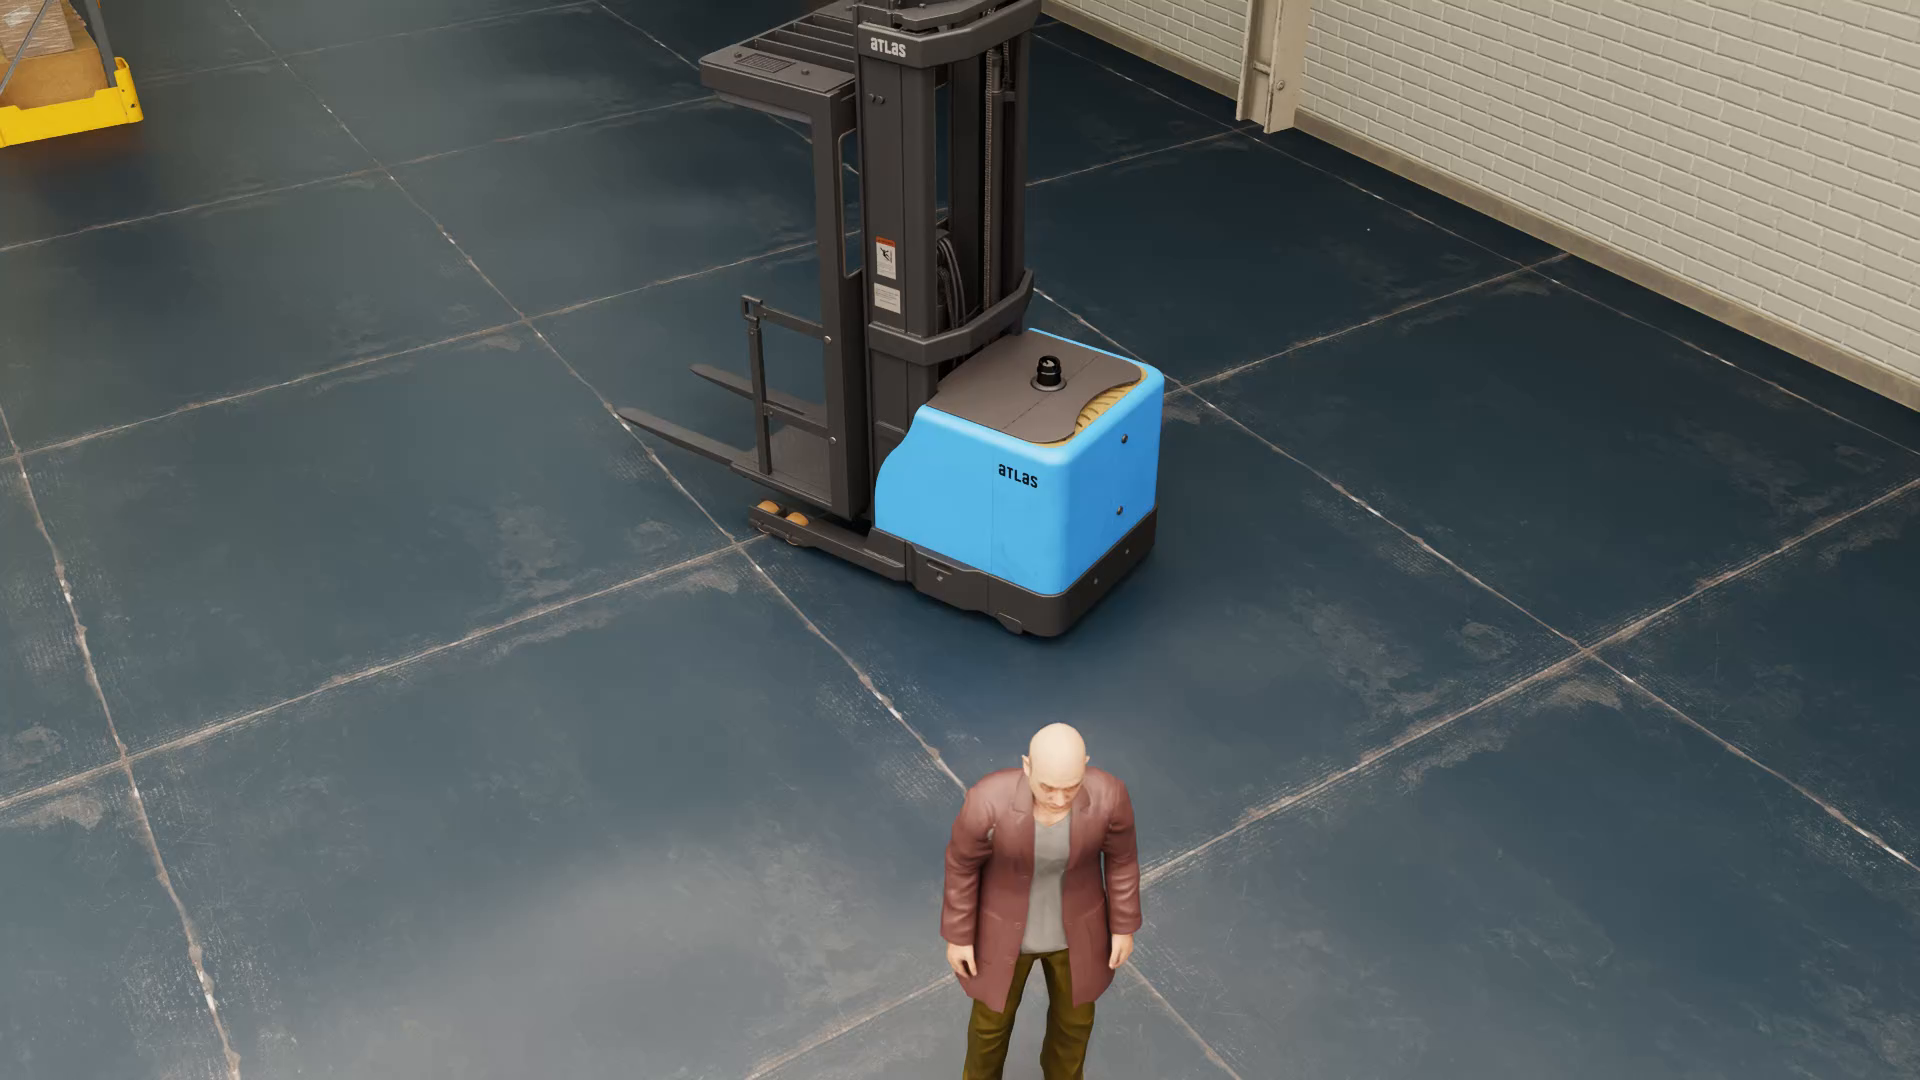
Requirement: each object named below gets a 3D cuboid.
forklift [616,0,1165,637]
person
[{"bbox_3d":[-0.500,-1.399,8.138,3.031,2.935,1.130,22,41,28],"label":"forklift"},{"bbox_3d":[0.261,1.256,5.367,0.655,1.774,0.422,-2,35,-3],"label":"person"}]
